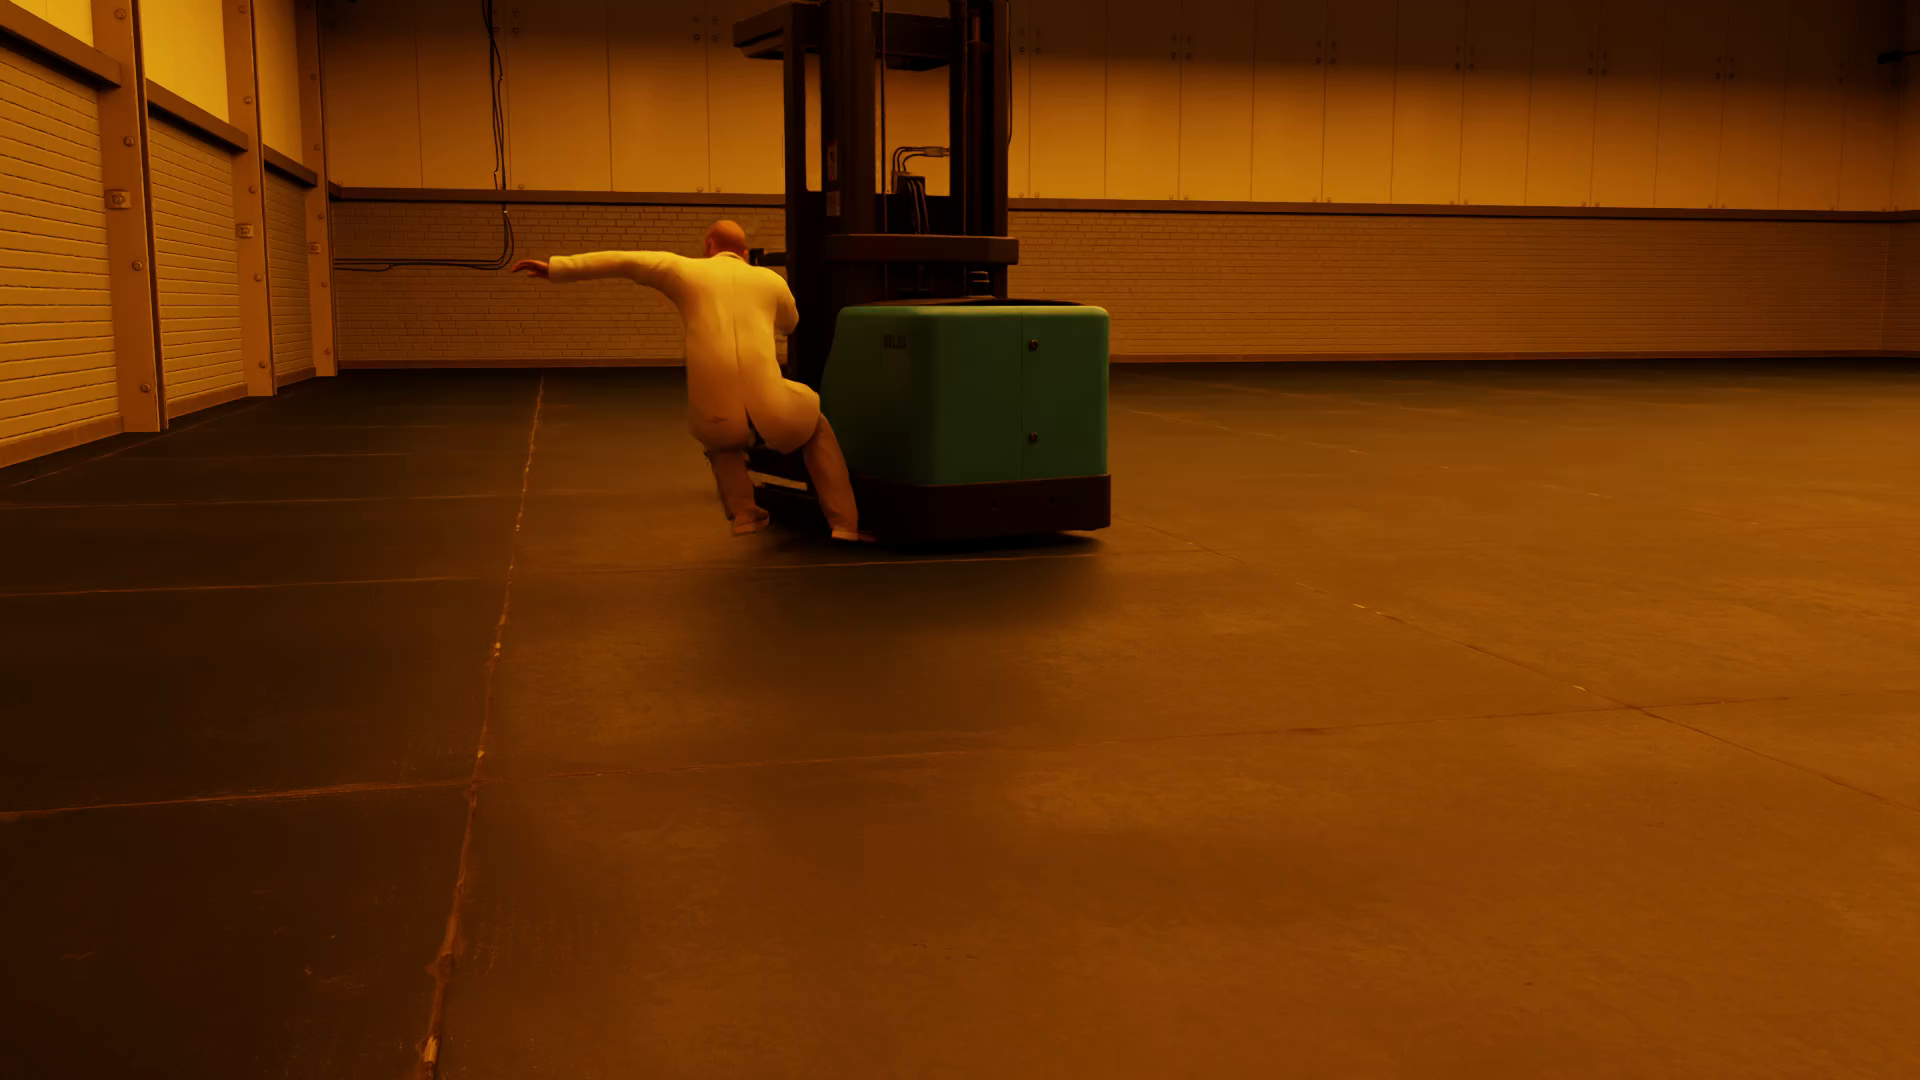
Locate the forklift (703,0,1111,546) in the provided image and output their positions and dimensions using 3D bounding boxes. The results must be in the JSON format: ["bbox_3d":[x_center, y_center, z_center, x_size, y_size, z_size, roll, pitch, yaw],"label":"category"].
[{"bbox_3d":[-0.475,-1.589,8.482,1.130,2.935,3.031,-5,9,-29],"label":"forklift"}]

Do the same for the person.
[{"bbox_3d":[-1.110,-0.664,7.296,1.642,1.460,0.785,-2,8,-16],"label":"person"}]
